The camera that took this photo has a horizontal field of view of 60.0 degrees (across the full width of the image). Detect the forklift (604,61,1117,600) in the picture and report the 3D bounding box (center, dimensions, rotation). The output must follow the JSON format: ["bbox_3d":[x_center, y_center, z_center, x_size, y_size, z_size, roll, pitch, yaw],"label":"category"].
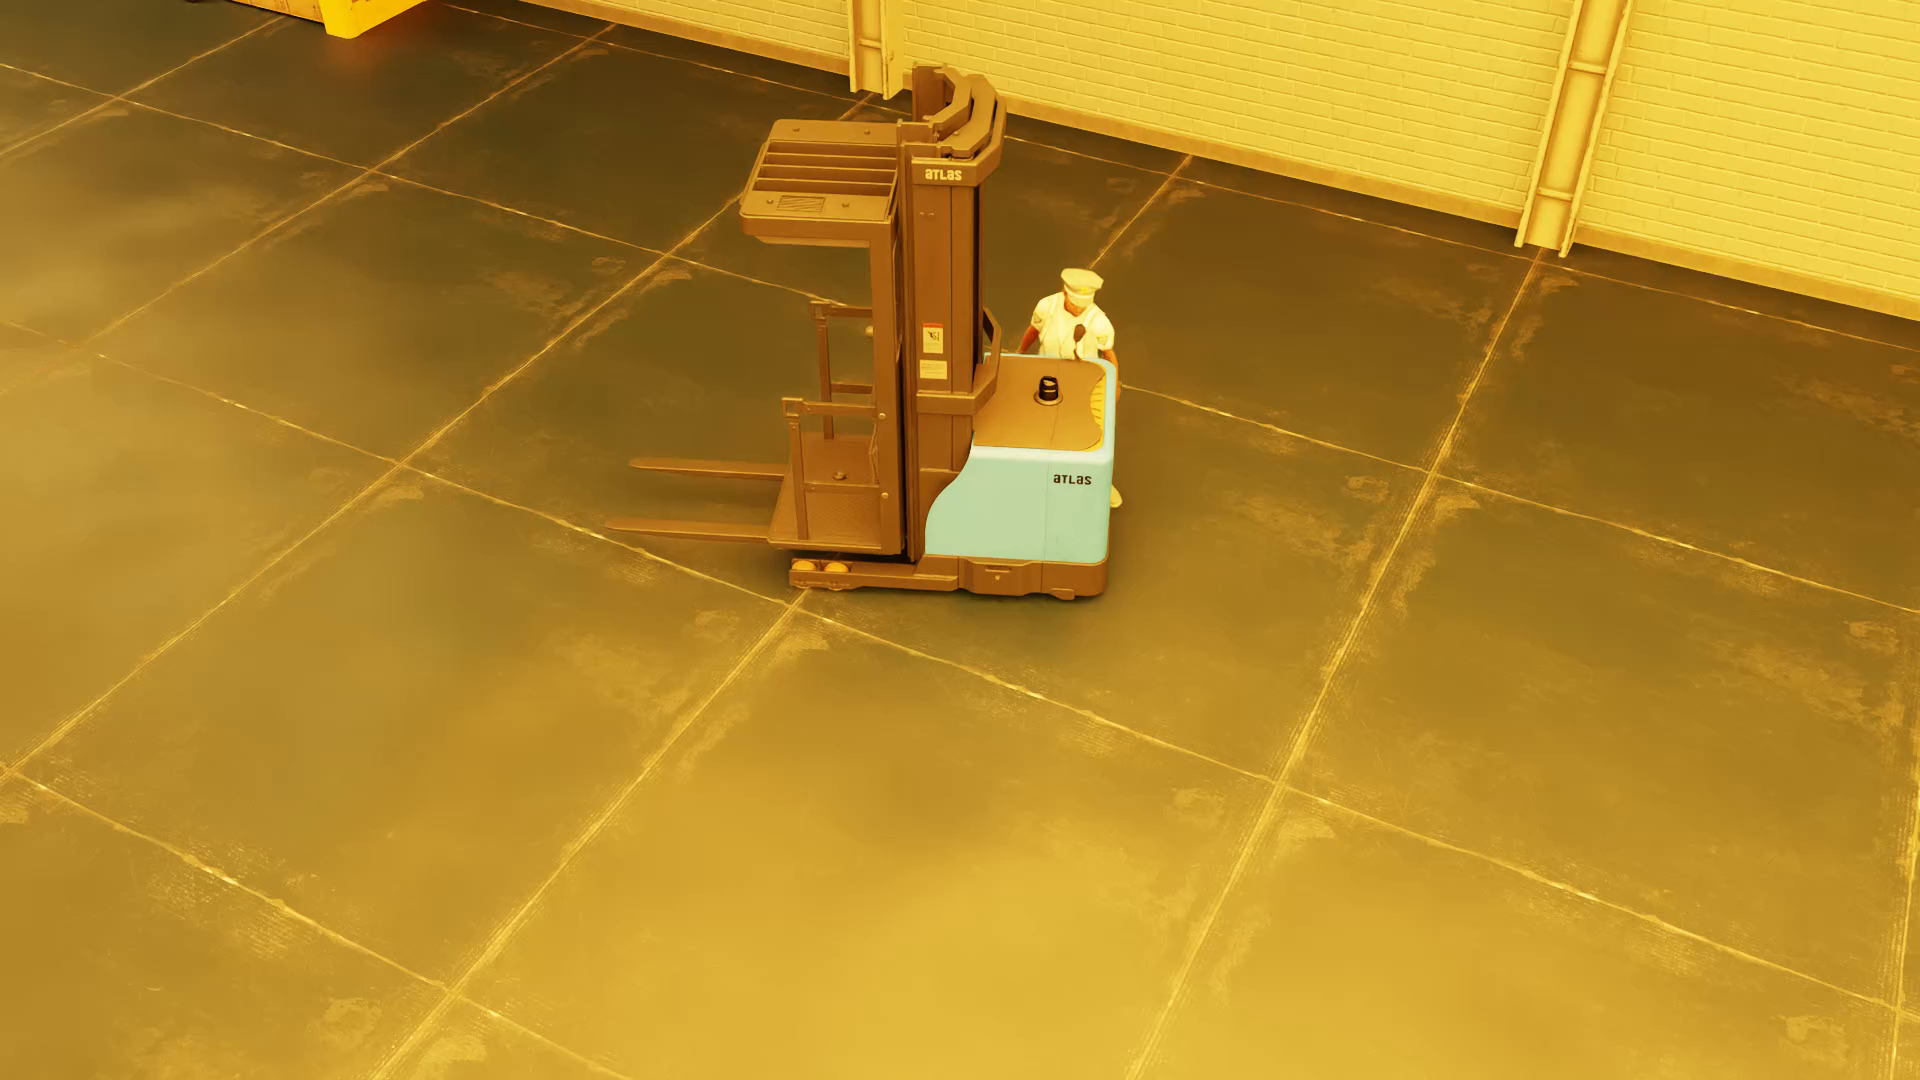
[{"bbox_3d":[-0.606,-1.157,9.360,3.031,2.935,1.130,3,40,4],"label":"forklift"}]

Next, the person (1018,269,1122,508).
[{"bbox_3d":[0.684,-0.974,10.190,0.810,1.635,0.431,18,43,20],"label":"person"}]
